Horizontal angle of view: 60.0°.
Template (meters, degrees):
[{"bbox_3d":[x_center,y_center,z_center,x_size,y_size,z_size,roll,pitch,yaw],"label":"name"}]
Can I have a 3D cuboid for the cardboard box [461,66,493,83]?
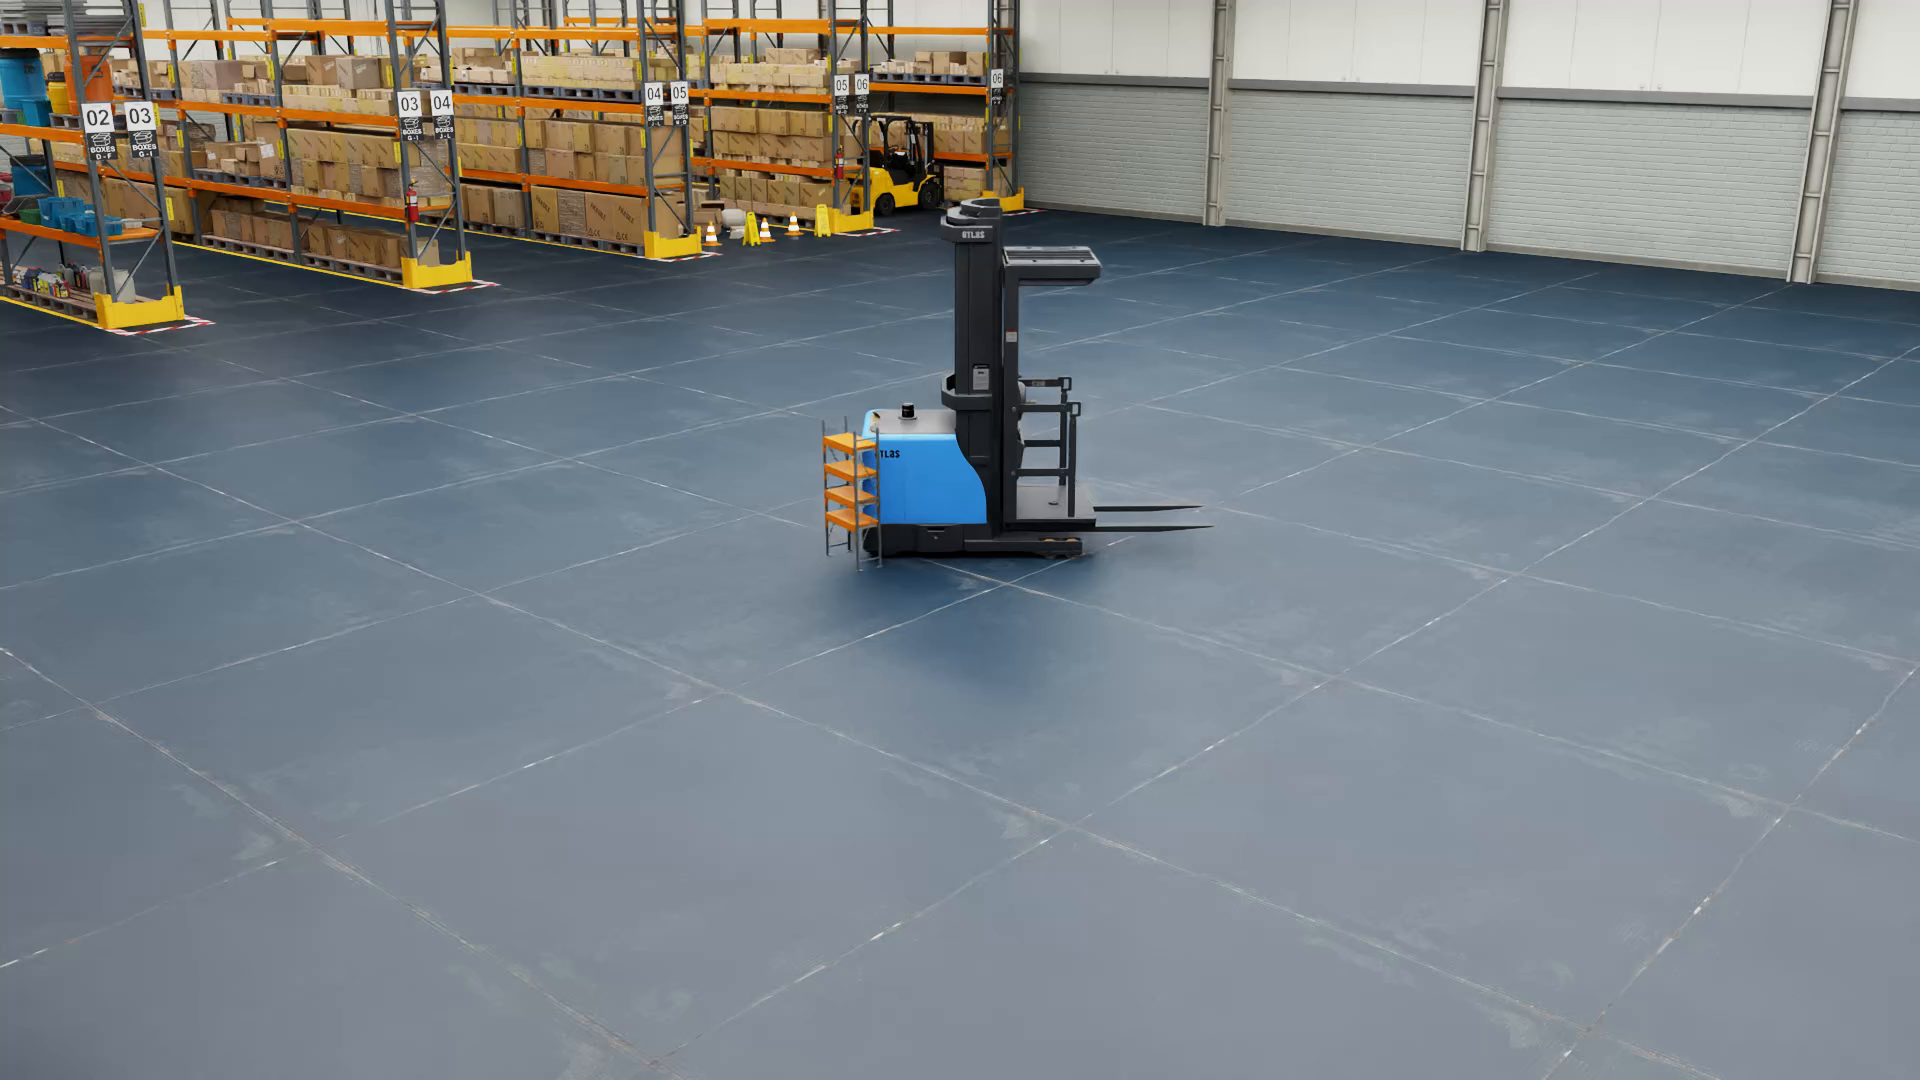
[{"bbox_3d":[-9.958,-9.645,34.421,0.500,0.311,0.500,14,22,37],"label":"cardboard box"}]

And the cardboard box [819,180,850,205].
[{"bbox_3d":[-2.737,-7.521,36.011,0.500,0.500,0.500,14,22,37],"label":"cardboard box"}]

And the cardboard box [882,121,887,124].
[{"bbox_3d":[-1.741,-10.153,40.456,0.250,0.149,0.380,16,23,41],"label":"cardboard box"}]

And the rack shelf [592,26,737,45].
[{"bbox_3d":[-6.787,-11.575,38.108,4.000,0.370,1.077,15,23,39],"label":"rack shelf"}]

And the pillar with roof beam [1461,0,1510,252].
[{"bbox_3d":[7.188,-8.988,28.105,0.400,9.000,9.100,15,23,39],"label":"pillar with roof beam"}]

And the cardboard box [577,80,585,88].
[{"bbox_3d":[-7.123,-8.759,31.897,0.250,0.149,0.380,15,23,40],"label":"cardboard box"}]

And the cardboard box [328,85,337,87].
[{"bbox_3d":[-11.050,-8.049,29.694,0.250,0.149,0.380,14,22,37],"label":"cardboard box"}]

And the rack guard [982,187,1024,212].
[{"bbox_3d":[1.011,-7.972,38.954,0.348,0.500,1.175,15,23,39],"label":"rack guard"}]

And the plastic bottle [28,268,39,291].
[{"bbox_3d":[-14.687,-4.138,26.393,0.185,0.351,0.144,14,22,37],"label":"plastic bottle"}]

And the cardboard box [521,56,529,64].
[{"bbox_3d":[-8.455,-9.495,32.900,0.250,0.149,0.380,15,23,40],"label":"cardboard box"}]

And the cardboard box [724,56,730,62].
[{"bbox_3d":[-5.966,-12.646,43.687,0.250,0.149,0.380,15,23,38],"label":"cardboard box"}]

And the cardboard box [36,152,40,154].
[{"bbox_3d":[-20.605,-8.698,37.525,0.250,0.149,0.380,15,23,38],"label":"cardboard box"}]

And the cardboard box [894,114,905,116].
[{"bbox_3d":[-1.381,-10.183,40.058,0.250,0.149,0.380,16,23,40],"label":"cardboard box"}]

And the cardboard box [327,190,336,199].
[{"bbox_3d":[-10.957,-6.129,29.430,0.250,0.149,0.380,15,23,39],"label":"cardboard box"}]

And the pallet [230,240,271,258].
[{"bbox_3d":[-13.369,-5.677,32.201,1.213,0.211,1.003,15,23,39],"label":"pallet"}]

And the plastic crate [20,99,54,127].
[{"bbox_3d":[-13.791,-6.419,24.995,0.575,0.384,0.392,15,23,39],"label":"plastic crate"}]

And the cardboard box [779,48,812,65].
[{"bbox_3d":[-4.167,-12.221,42.225,0.500,0.500,0.700,14,23,38],"label":"cardboard box"}]

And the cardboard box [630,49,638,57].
[{"bbox_3d":[-8.905,-13.463,46.094,0.500,0.250,0.500,15,23,38],"label":"cardboard box"}]

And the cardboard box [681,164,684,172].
[{"bbox_3d":[-7.365,-10.334,45.701,0.500,0.500,0.500,15,23,39],"label":"cardboard box"}]

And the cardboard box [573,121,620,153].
[{"bbox_3d":[-7.045,-7.884,32.509,0.500,0.550,0.875,15,23,39],"label":"cardboard box"}]

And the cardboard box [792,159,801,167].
[{"bbox_3d":[-3.374,-8.079,35.572,0.250,0.149,0.380,16,23,40],"label":"cardboard box"}]

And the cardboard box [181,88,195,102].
[{"bbox_3d":[-14.678,-8.615,32.137,0.500,0.250,0.500,16,23,40],"label":"cardboard box"}]

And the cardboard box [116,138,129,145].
[{"bbox_3d":[-17.369,-8.611,35.012,0.637,0.503,0.797,14,23,38],"label":"cardboard box"}]

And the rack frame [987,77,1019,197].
[{"bbox_3d":[0.993,-9.168,38.591,0.127,3.000,1.000,15,23,39],"label":"rack frame"}]

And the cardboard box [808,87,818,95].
[{"bbox_3d":[-2.960,-9.406,34.794,0.250,0.149,0.380,15,23,40],"label":"cardboard box"}]

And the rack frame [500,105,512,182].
[{"bbox_3d":[-11.275,-10.454,42.642,0.127,3.000,1.000,15,23,39],"label":"rack frame"}]

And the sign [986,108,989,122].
[{"bbox_3d":[0.622,-9.713,38.002,0.005,0.325,0.100,15,23,39],"label":"sign"}]

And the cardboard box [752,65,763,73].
[{"bbox_3d":[-4.262,-10.152,35.827,0.250,0.149,0.380,15,23,38],"label":"cardboard box"}]

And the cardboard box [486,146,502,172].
[{"bbox_3d":[-9.447,-7.901,34.432,0.500,0.500,0.500,15,23,39],"label":"cardboard box"}]

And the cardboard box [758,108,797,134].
[{"bbox_3d":[-3.930,-9.078,35.995,0.500,0.500,0.700,15,23,39],"label":"cardboard box"}]

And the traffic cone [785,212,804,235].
[{"bbox_3d":[-3.477,-6.630,34.786,0.334,0.463,0.336,15,23,39],"label":"traffic cone"}]

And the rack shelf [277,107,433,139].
[{"bbox_3d":[-10.373,-7.291,28.905,4.000,0.370,1.077,15,23,39],"label":"rack shelf"}]

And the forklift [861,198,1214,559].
[{"bbox_3d":[0.669,-1.400,14.226,3.031,2.935,1.130,0,18,-1],"label":"forklift"}]

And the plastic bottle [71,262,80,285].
[{"bbox_3d":[-14.340,-4.330,26.995,0.185,0.351,0.144,14,22,37],"label":"plastic bottle"}]

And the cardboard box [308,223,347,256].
[{"bbox_3d":[-11.596,-5.525,30.549,0.500,0.500,0.500,14,22,38],"label":"cardboard box"}]

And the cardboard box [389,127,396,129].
[{"bbox_3d":[-12.694,-9.275,37.664,0.250,0.149,0.380,16,24,41],"label":"cardboard box"}]

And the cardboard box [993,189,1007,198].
[{"bbox_3d":[0.755,-8.201,39.393,0.500,0.250,0.500,15,23,39],"label":"cardboard box"}]

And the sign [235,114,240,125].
[{"bbox_3d":[-17.836,-10.407,41.062,0.005,0.325,0.100,15,23,39],"label":"sign"}]

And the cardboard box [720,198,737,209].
[{"bbox_3d":[-5.029,-7.558,37.367,0.500,0.250,0.500,14,22,37],"label":"cardboard box"}]

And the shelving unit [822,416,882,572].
[{"bbox_3d":[-0.903,-0.390,13.902,0.258,1.200,0.503,-13,22,-34],"label":"shelving unit"}]

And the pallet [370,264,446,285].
[{"bbox_3d":[-9.518,-4.660,28.994,1.213,0.211,1.003,15,23,39],"label":"pallet"}]

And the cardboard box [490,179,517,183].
[{"bbox_3d":[-11.673,-9.583,43.440,0.875,0.438,0.875,15,23,38],"label":"cardboard box"}]

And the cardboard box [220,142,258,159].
[{"bbox_3d":[-13.946,-7.468,32.373,0.700,0.500,0.500,-14,22,-38],"label":"cardboard box"}]

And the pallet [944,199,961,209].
[{"bbox_3d":[0.393,-7.983,39.467,1.213,0.211,1.003,15,23,39],"label":"pallet"}]

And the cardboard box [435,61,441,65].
[{"bbox_3d":[-13.605,-12.545,43.826,0.250,0.149,0.380,16,24,41],"label":"cardboard box"}]

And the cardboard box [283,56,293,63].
[{"bbox_3d":[-15.685,-11.309,39.139,0.250,0.149,0.380,14,22,37],"label":"cardboard box"}]

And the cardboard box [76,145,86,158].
[{"bbox_3d":[-18.746,-8.415,35.973,0.500,0.250,0.500,16,24,41],"label":"cardboard box"}]

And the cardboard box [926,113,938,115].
[{"bbox_3d":[-0.623,-10.210,40.143,0.250,0.149,0.380,15,23,39],"label":"cardboard box"}]

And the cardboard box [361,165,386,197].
[{"bbox_3d":[-9.724,-6.182,28.523,0.500,0.500,0.875,15,23,39],"label":"cardboard box"}]

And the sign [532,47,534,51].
[{"bbox_3d":[-10.922,-12.405,42.455,0.005,0.325,0.100,15,23,39],"label":"sign"}]

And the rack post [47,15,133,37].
[{"bbox_3d":[-12.646,-7.484,24.191,0.937,0.300,0.954,-15,23,-40],"label":"rack post"}]

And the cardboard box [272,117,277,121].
[{"bbox_3d":[-16.177,-10.322,39.916,0.500,0.500,0.500,14,22,38],"label":"cardboard box"}]

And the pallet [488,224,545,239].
[{"bbox_3d":[-9.128,-6.516,34.844,1.213,0.211,1.003,15,23,39],"label":"pallet"}]

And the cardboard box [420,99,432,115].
[{"bbox_3d":[-9.066,-7.316,28.043,0.500,0.250,0.500,16,24,41],"label":"cardboard box"}]
